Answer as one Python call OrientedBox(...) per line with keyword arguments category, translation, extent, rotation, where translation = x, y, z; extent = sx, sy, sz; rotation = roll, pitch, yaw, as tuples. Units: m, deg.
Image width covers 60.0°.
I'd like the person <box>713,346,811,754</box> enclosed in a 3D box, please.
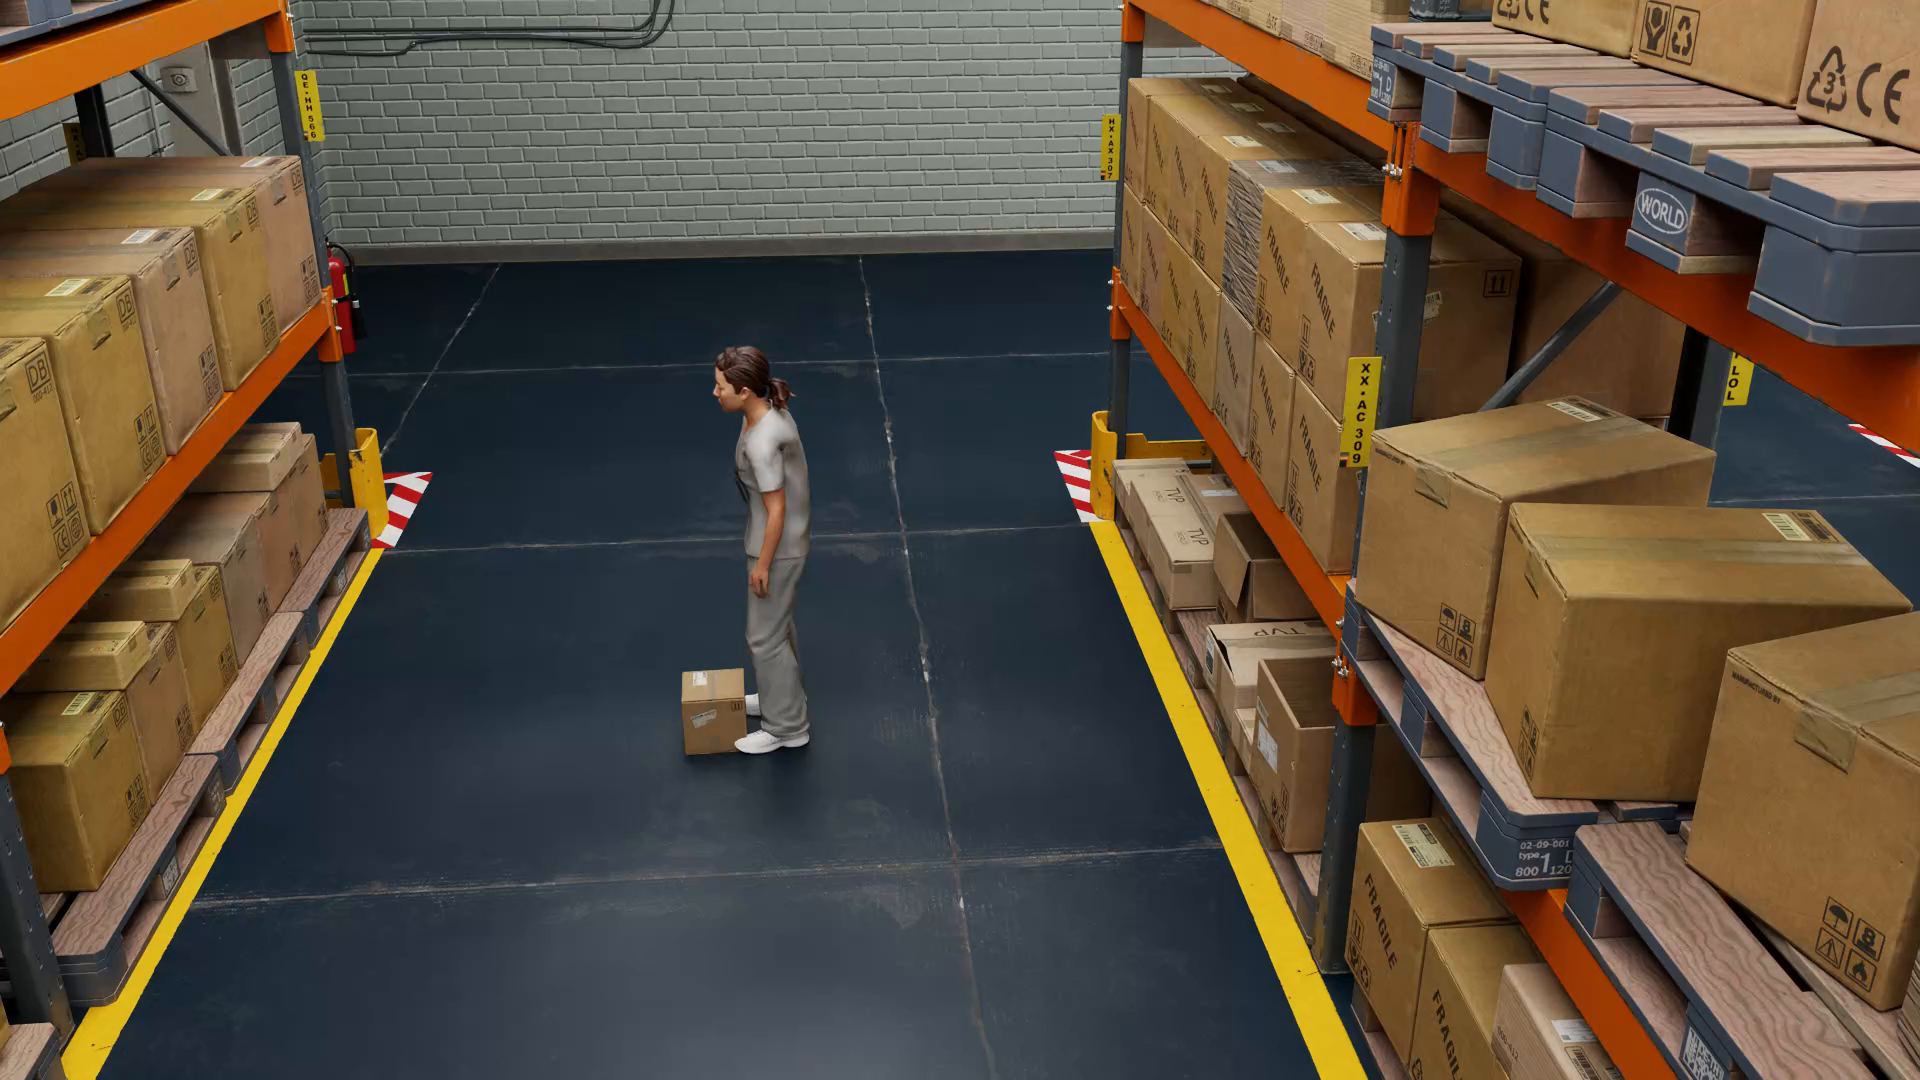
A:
OrientedBox(category="person", translation=(-0.755, 0.036, 6.528), extent=(0.351, 1.667, 0.497), rotation=(-3, 24, -6))
